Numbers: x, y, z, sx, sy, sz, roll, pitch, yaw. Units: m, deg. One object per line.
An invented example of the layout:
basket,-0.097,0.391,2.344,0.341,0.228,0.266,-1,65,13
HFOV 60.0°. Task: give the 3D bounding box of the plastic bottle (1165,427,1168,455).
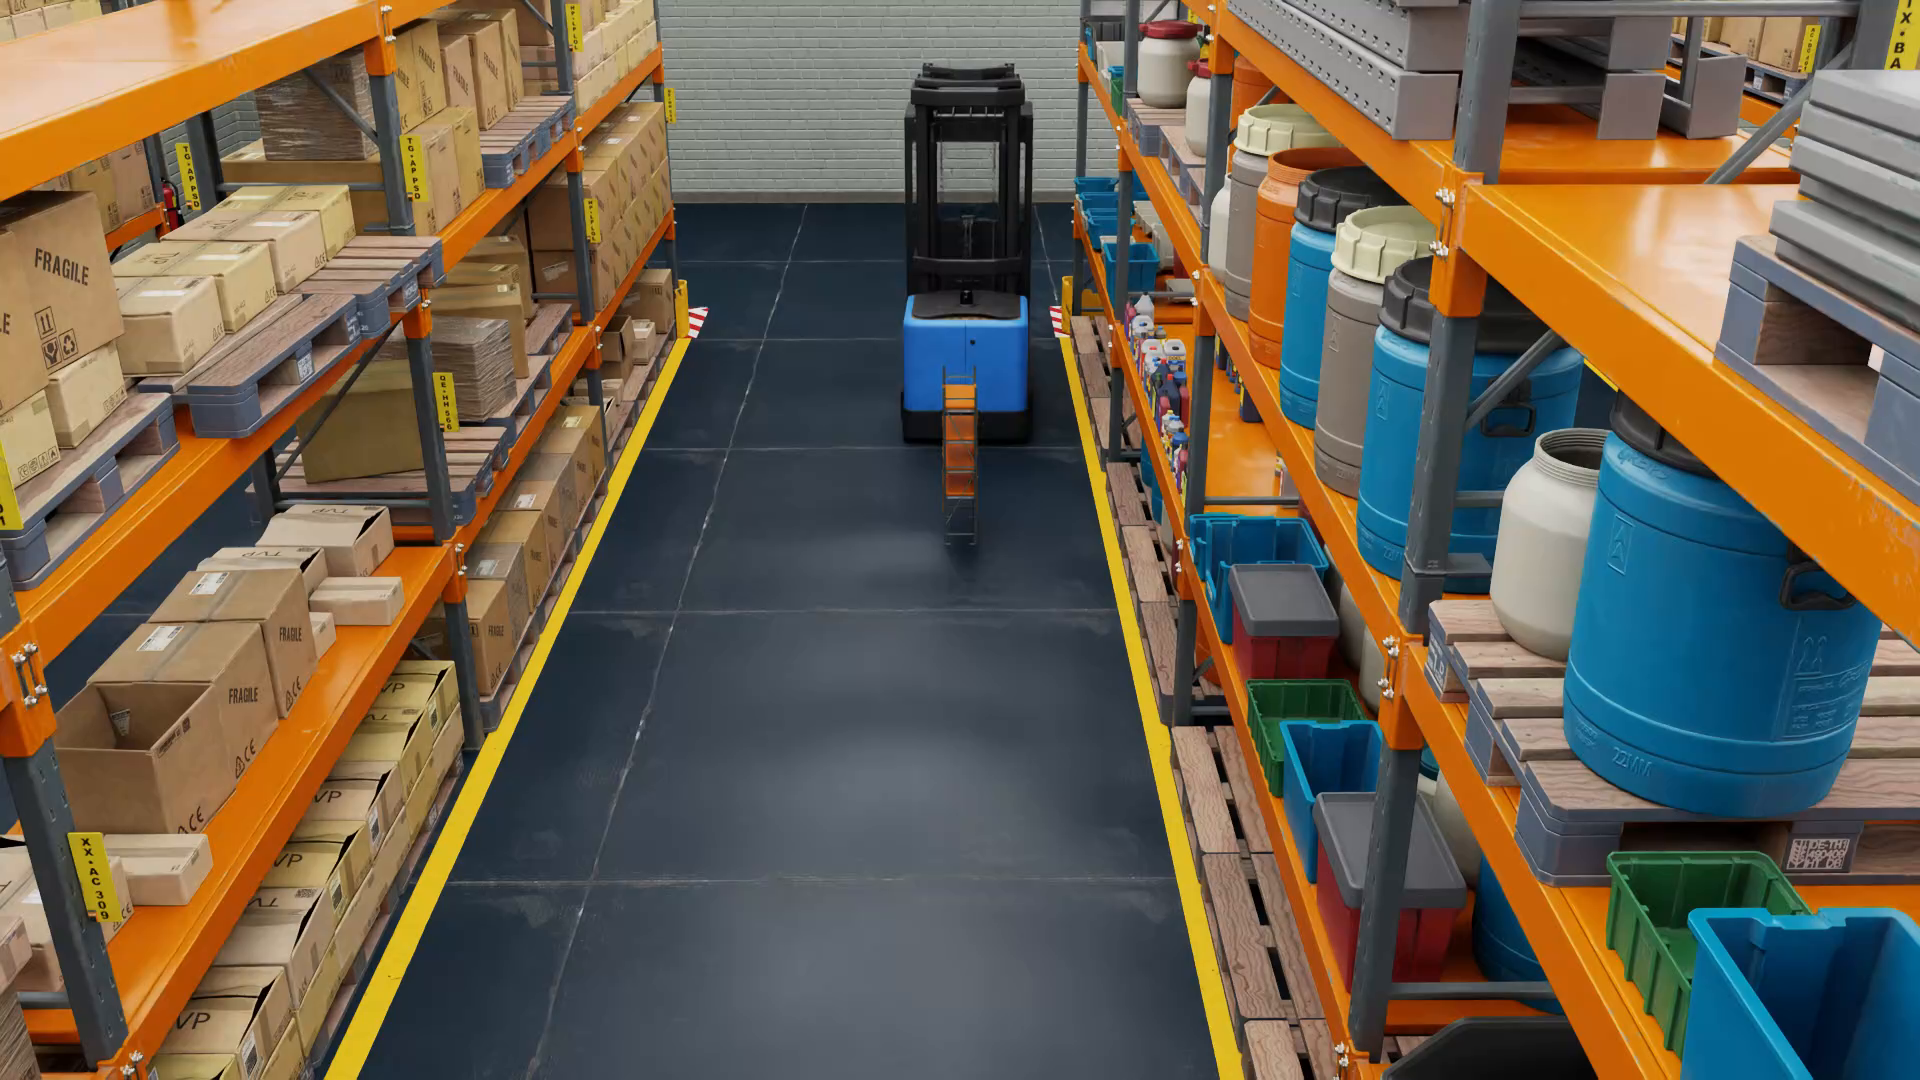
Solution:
plastic bottle,1.297,-0.623,10.111,0.097,0.201,0.097,0,24,0

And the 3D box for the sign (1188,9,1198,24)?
sign,2.182,-4.830,15.659,0.100,0.325,0.005,0,24,-1

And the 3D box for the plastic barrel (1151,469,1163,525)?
plastic barrel,1.672,-0.573,11.796,0.600,0.901,0.708,0,24,-1

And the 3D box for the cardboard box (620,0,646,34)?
cardboard box,-3.055,-4.591,14.578,0.500,0.250,0.500,0,24,-1

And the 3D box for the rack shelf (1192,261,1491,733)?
rack shelf,1.741,-0.420,6.655,1.077,0.370,4.000,0,24,-1

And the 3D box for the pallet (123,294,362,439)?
pallet,-3.122,-0.725,6.686,1.003,0.211,1.213,1,24,2

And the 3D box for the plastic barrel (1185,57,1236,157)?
plastic barrel,1.549,-2.555,9.828,0.433,0.535,0.433,0,24,0

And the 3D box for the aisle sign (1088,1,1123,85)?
aisle sign,1.334,-4.714,15.763,0.394,0.787,0.004,0,24,-1

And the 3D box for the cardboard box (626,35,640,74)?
cardboard box,-3.039,-4.157,14.226,0.500,0.250,0.500,0,24,-1

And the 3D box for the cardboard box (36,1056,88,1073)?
cardboard box,-3.481,2.104,5.987,0.500,0.311,0.500,0,24,-1

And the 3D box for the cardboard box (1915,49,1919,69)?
cardboard box,6.645,-3.240,11.387,0.700,0.500,0.500,0,24,1

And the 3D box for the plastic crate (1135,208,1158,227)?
plastic crate,1.811,-2.954,15.272,0.396,0.136,0.243,0,24,-1

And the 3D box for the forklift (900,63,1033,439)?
forklift,0.080,-2.735,14.624,1.130,2.935,3.031,1,24,1

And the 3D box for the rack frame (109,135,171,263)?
rack frame,-8.274,-3.457,16.137,1.000,3.000,0.127,0,24,-1

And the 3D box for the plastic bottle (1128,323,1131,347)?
plastic bottle,1.274,-1.507,12.067,0.097,0.201,0.097,0,24,0

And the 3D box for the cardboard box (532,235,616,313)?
cardboard box,-3.011,-2.089,12.992,0.500,0.500,0.500,0,24,1

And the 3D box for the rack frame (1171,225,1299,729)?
rack frame,1.719,-0.205,8.947,1.000,3.000,0.127,0,24,-1

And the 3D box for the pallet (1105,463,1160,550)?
pallet,1.642,-0.265,12.462,1.003,0.211,1.213,0,24,-1

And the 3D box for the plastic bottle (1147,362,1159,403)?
plastic bottle,1.287,-1.037,10.943,0.097,0.271,0.097,0,24,0

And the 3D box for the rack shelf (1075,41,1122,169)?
rack shelf,1.654,-3.716,13.944,1.077,0.370,4.000,0,24,-1

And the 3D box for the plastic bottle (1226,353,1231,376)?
plastic bottle,1.888,-1.267,11.451,0.097,0.271,0.097,0,24,0

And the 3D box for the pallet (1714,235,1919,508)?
pallet,1.816,-0.178,2.323,1.003,0.211,1.213,0,24,-1

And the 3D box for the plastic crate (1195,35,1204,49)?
plastic crate,1.928,-4.367,14.765,0.450,0.188,0.336,0,24,-1

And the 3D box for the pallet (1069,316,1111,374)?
pallet,1.602,-1.891,16.059,1.003,0.211,1.213,0,24,-1

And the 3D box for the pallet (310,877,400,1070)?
pallet,-3.253,1.927,7.617,1.003,0.211,1.213,0,24,-1

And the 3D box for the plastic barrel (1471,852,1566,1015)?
plastic barrel,2.062,1.054,5.554,0.600,0.901,0.708,0,24,-1

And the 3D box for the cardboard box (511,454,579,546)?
cardboard box,-2.983,-0.282,11.616,0.500,0.500,0.500,0,24,0

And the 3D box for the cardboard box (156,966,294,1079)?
cardboard box,-2.946,1.892,6.456,0.500,0.311,0.500,-1,24,-1

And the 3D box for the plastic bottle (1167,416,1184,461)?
plastic bottle,1.298,-0.614,10.008,0.097,0.271,0.097,0,24,0

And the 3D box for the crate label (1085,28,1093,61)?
crate label,1.319,-4.419,14.804,0.408,0.251,0.502,0,24,-1

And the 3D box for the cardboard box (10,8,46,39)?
cardboard box,-7.984,-4.263,13.830,0.500,0.250,0.500,-1,24,-2

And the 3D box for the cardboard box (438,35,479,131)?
cardboard box,-3.328,-2.724,10.125,0.600,0.600,0.600,-1,24,-3

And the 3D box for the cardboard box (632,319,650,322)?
cardboard box,-3.154,-2.000,15.820,0.380,0.166,0.250,0,24,-1

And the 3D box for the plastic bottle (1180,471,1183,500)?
plastic bottle,1.305,-0.327,9.457,0.097,0.201,0.097,0,24,0

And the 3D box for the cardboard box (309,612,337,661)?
cardboard box,-3.164,0.455,7.792,0.380,0.149,0.250,2,24,3

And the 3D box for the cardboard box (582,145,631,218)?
cardboard box,-3.012,-2.954,13.689,0.500,0.500,0.500,-1,24,-2

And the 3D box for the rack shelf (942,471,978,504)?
rack shelf,-0.002,-0.373,12.146,0.258,0.148,0.480,0,24,-1

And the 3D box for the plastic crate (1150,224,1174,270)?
plastic crate,1.843,-2.457,13.996,0.437,0.282,0.530,0,24,-1

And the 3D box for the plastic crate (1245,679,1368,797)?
plastic crate,1.462,0.823,6.930,0.450,0.188,0.662,0,24,-1

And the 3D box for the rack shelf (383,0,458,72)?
rack shelf,-3.256,-3.232,9.718,1.077,0.370,4.000,0,24,-1

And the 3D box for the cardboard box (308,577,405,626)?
cardboard box,-2.948,0.299,8.136,0.380,0.149,0.250,0,24,-1

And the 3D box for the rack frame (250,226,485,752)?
rack frame,-3.234,-0.184,8.901,1.000,3.000,0.127,0,24,-1

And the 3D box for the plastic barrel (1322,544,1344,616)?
plastic barrel,1.944,0.167,7.989,0.421,0.512,0.421,0,24,0

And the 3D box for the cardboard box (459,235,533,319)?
cardboard box,-3.496,-1.873,12.004,0.700,0.500,0.500,-9,26,-18

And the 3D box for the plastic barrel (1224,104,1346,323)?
plastic barrel,1.511,-1.461,7.475,0.600,0.901,0.600,0,24,0

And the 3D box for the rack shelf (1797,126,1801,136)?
rack shelf,6.650,-2.090,10.348,1.077,0.370,4.000,0,24,-1

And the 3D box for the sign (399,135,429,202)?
sign,-2.679,-1.822,8.158,0.100,0.325,0.005,0,24,-1

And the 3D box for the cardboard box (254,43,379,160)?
cardboard box,-3.232,-2.232,8.454,0.500,0.500,0.500,0,24,-1

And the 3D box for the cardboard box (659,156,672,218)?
cardboard box,-3.044,-3.343,15.764,0.500,0.500,0.500,0,24,1

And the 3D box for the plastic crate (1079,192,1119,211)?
plastic crate,1.313,-3.078,15.430,0.416,0.233,0.300,0,24,-1

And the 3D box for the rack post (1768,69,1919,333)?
rack post,1.754,-0.406,2.202,0.937,0.300,0.954,-1,24,-2

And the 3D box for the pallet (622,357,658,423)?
pallet,-3.300,-1.349,14.860,1.003,0.211,1.213,0,24,-1

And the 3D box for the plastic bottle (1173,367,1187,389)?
plastic bottle,1.433,-0.998,10.855,0.097,0.271,0.097,0,24,0

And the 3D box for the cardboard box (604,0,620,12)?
cardboard box,-3.266,-4.725,13.966,0.700,0.500,0.500,0,24,-1

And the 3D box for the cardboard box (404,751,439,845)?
cardboard box,-2.975,1.305,8.435,0.500,0.250,0.500,-1,24,-1

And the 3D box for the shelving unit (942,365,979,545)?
shelving unit,-0.002,-0.615,12.037,0.258,1.200,0.503,0,24,-1

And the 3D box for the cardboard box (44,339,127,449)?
cardboard box,-3.196,-0.506,5.645,0.500,0.250,0.500,-3,24,-6
